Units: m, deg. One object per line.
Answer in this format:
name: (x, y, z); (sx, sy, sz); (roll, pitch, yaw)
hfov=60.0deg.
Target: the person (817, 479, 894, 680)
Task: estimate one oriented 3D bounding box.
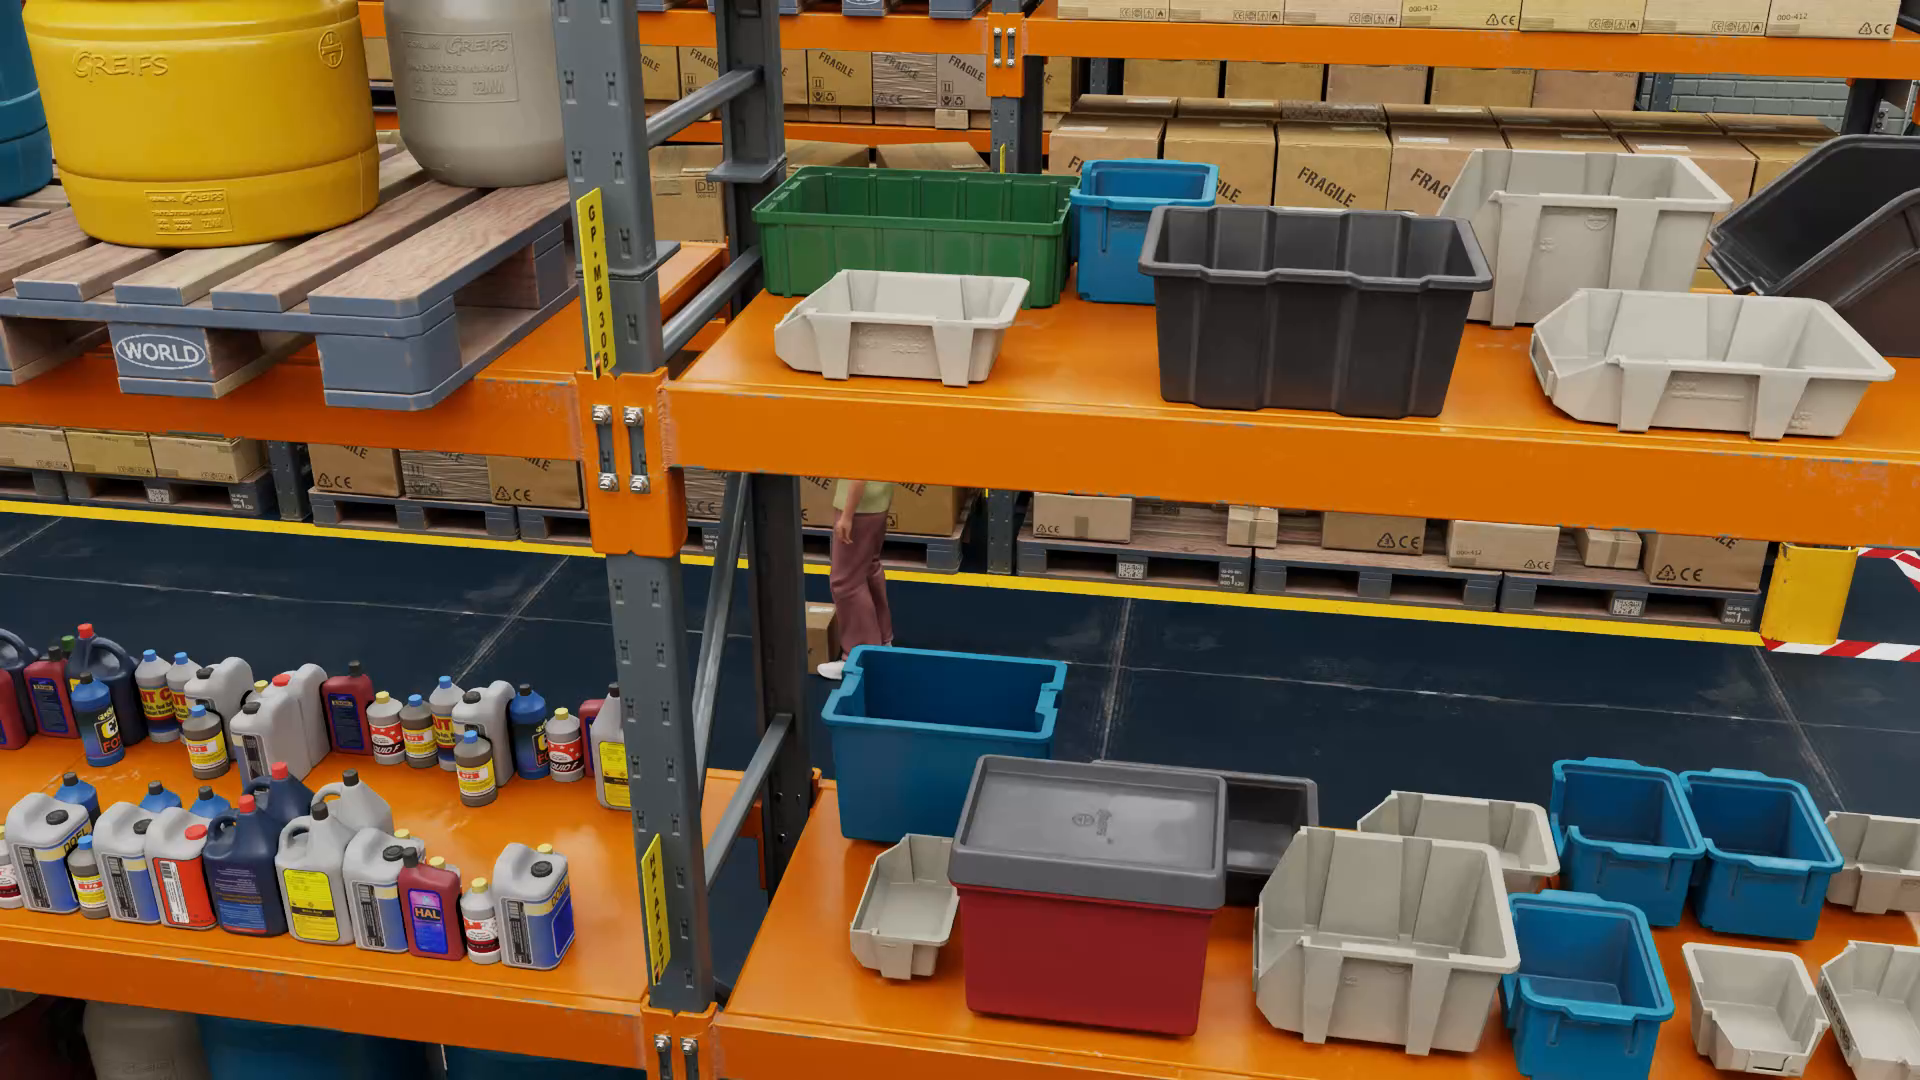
person: (-0.478, -0.168, 7.469); (0.343, 1.672, 0.521); (3, 25, 7)
